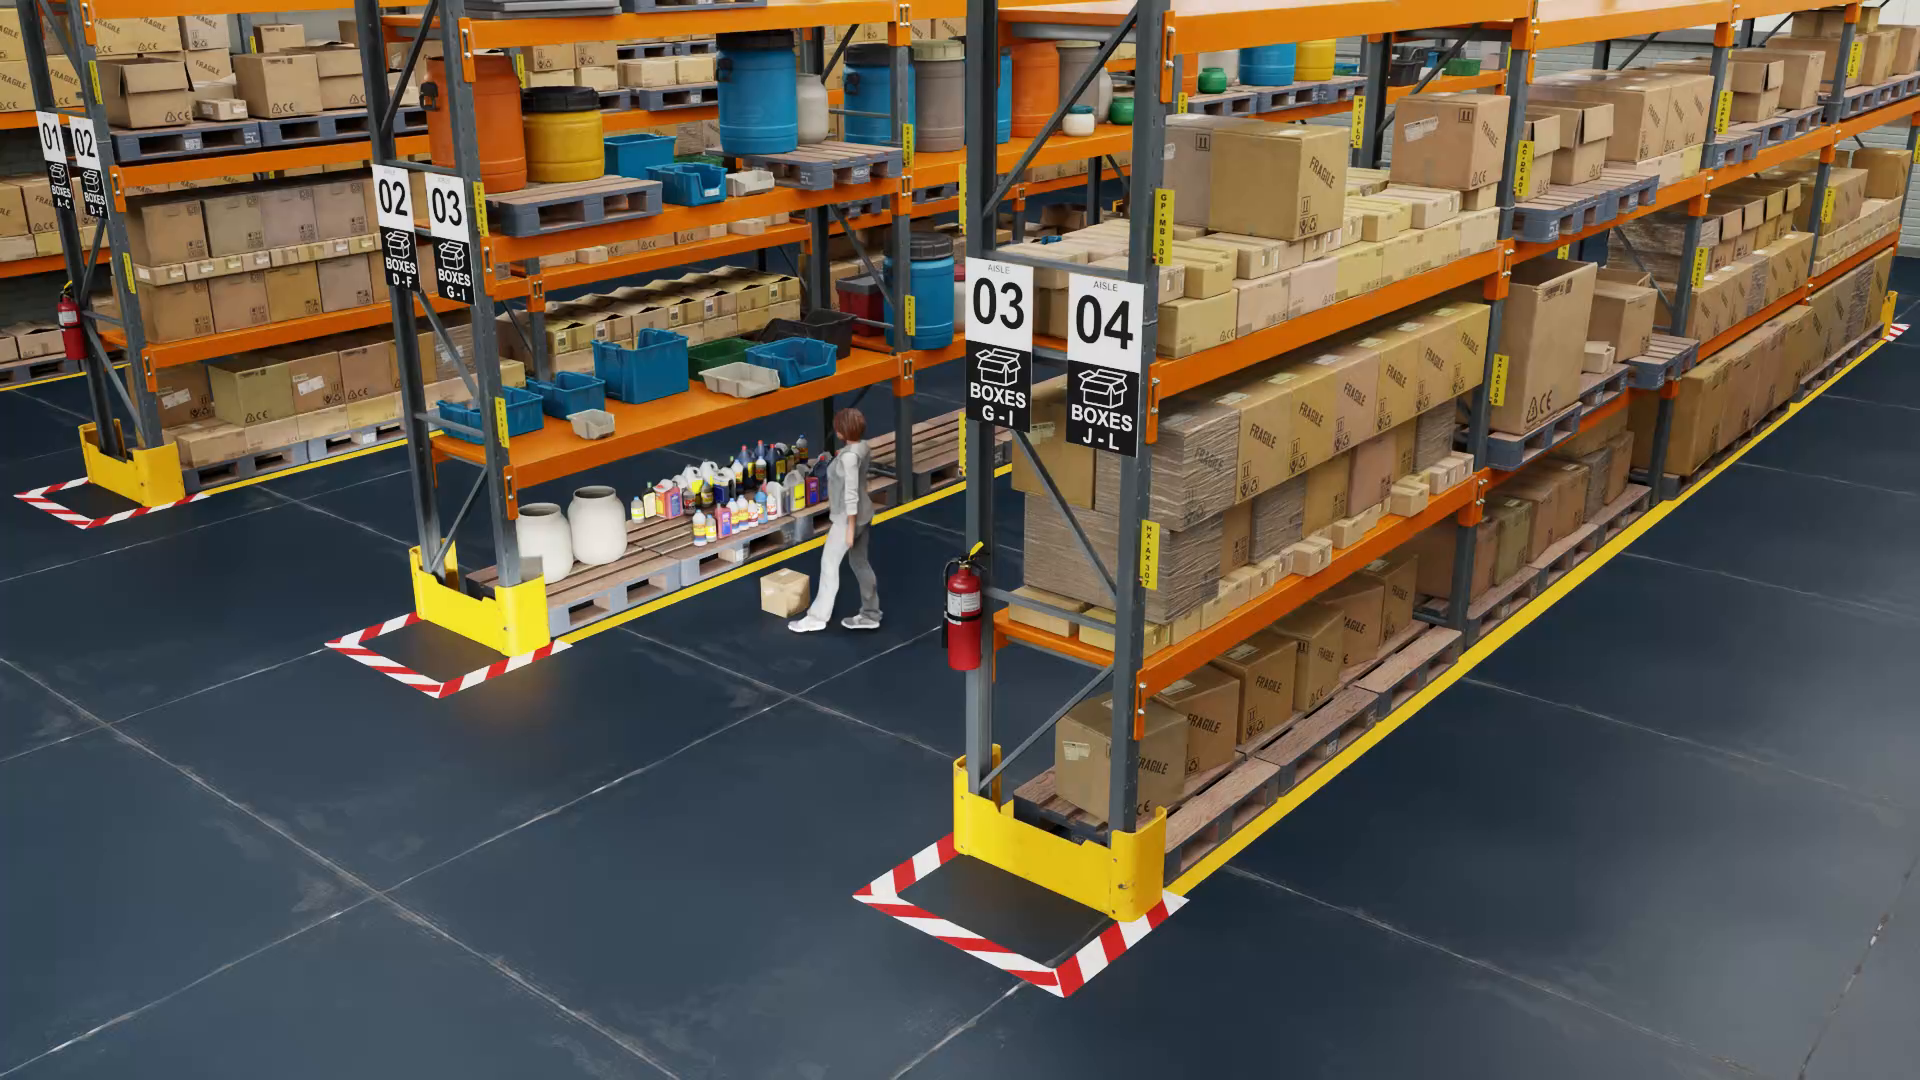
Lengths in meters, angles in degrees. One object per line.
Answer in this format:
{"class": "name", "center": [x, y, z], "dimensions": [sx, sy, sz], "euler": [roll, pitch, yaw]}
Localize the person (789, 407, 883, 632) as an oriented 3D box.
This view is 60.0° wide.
{"class": "person", "center": [-0.851, -0.143, 11.458], "dimensions": [0.637, 1.587, 0.434], "euler": [5, 21, 13]}
